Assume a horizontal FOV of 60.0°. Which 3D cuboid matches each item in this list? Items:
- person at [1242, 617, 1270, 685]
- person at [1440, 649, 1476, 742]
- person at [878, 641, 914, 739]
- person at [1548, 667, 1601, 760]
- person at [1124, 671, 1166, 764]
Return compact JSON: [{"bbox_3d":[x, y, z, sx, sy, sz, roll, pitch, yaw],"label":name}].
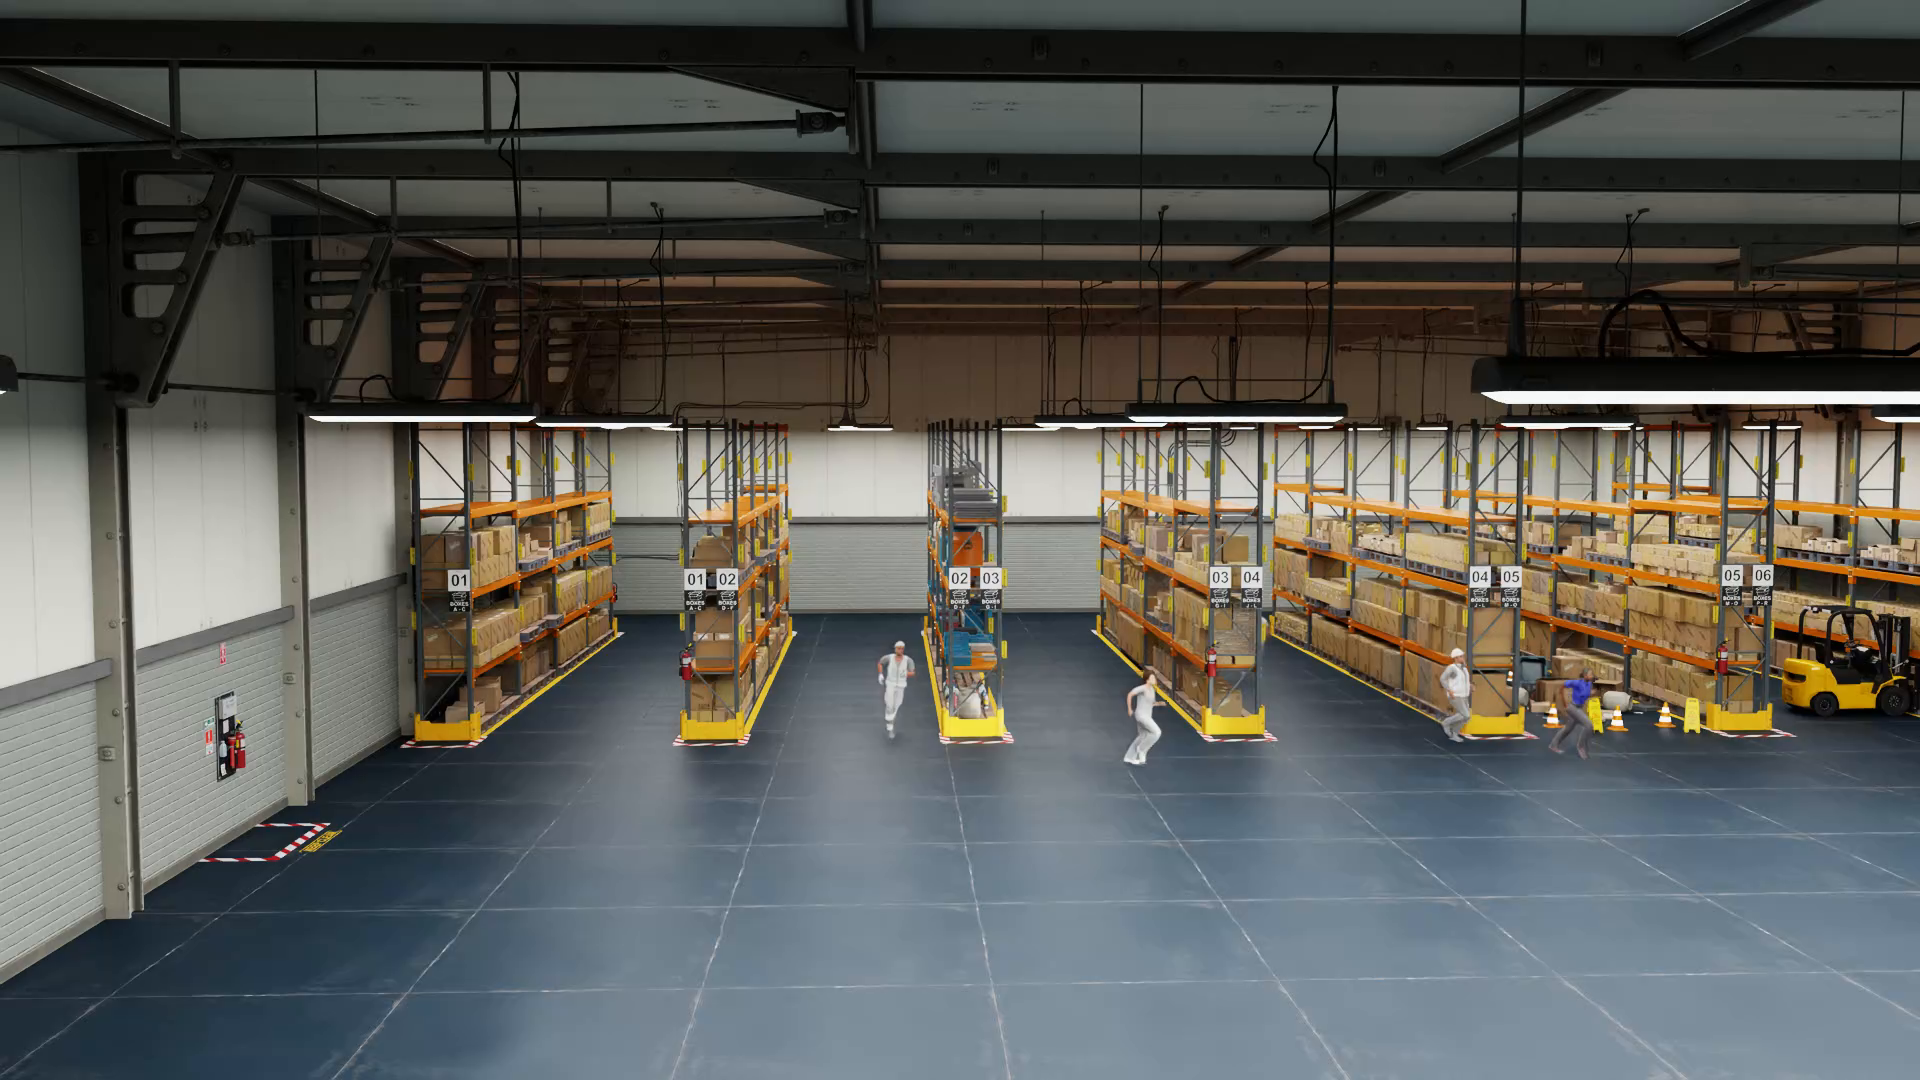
[{"bbox_3d":[6.799,2.389,38.304,0.710,1.771,0.972,0,4,-3],"label":"person"},{"bbox_3d":[9.281,2.886,30.872,0.654,1.734,0.574,-3,5,-42],"label":"person"},{"bbox_3d":[-1.207,2.820,31.639,0.677,1.827,0.941,-1,4,-12],"label":"person"},{"bbox_3d":[10.839,3.093,29.322,0.887,1.525,0.569,3,5,39],"label":"person"},{"bbox_3d":[3.178,3.062,28.563,0.742,1.616,0.598,2,4,29],"label":"person"}]
